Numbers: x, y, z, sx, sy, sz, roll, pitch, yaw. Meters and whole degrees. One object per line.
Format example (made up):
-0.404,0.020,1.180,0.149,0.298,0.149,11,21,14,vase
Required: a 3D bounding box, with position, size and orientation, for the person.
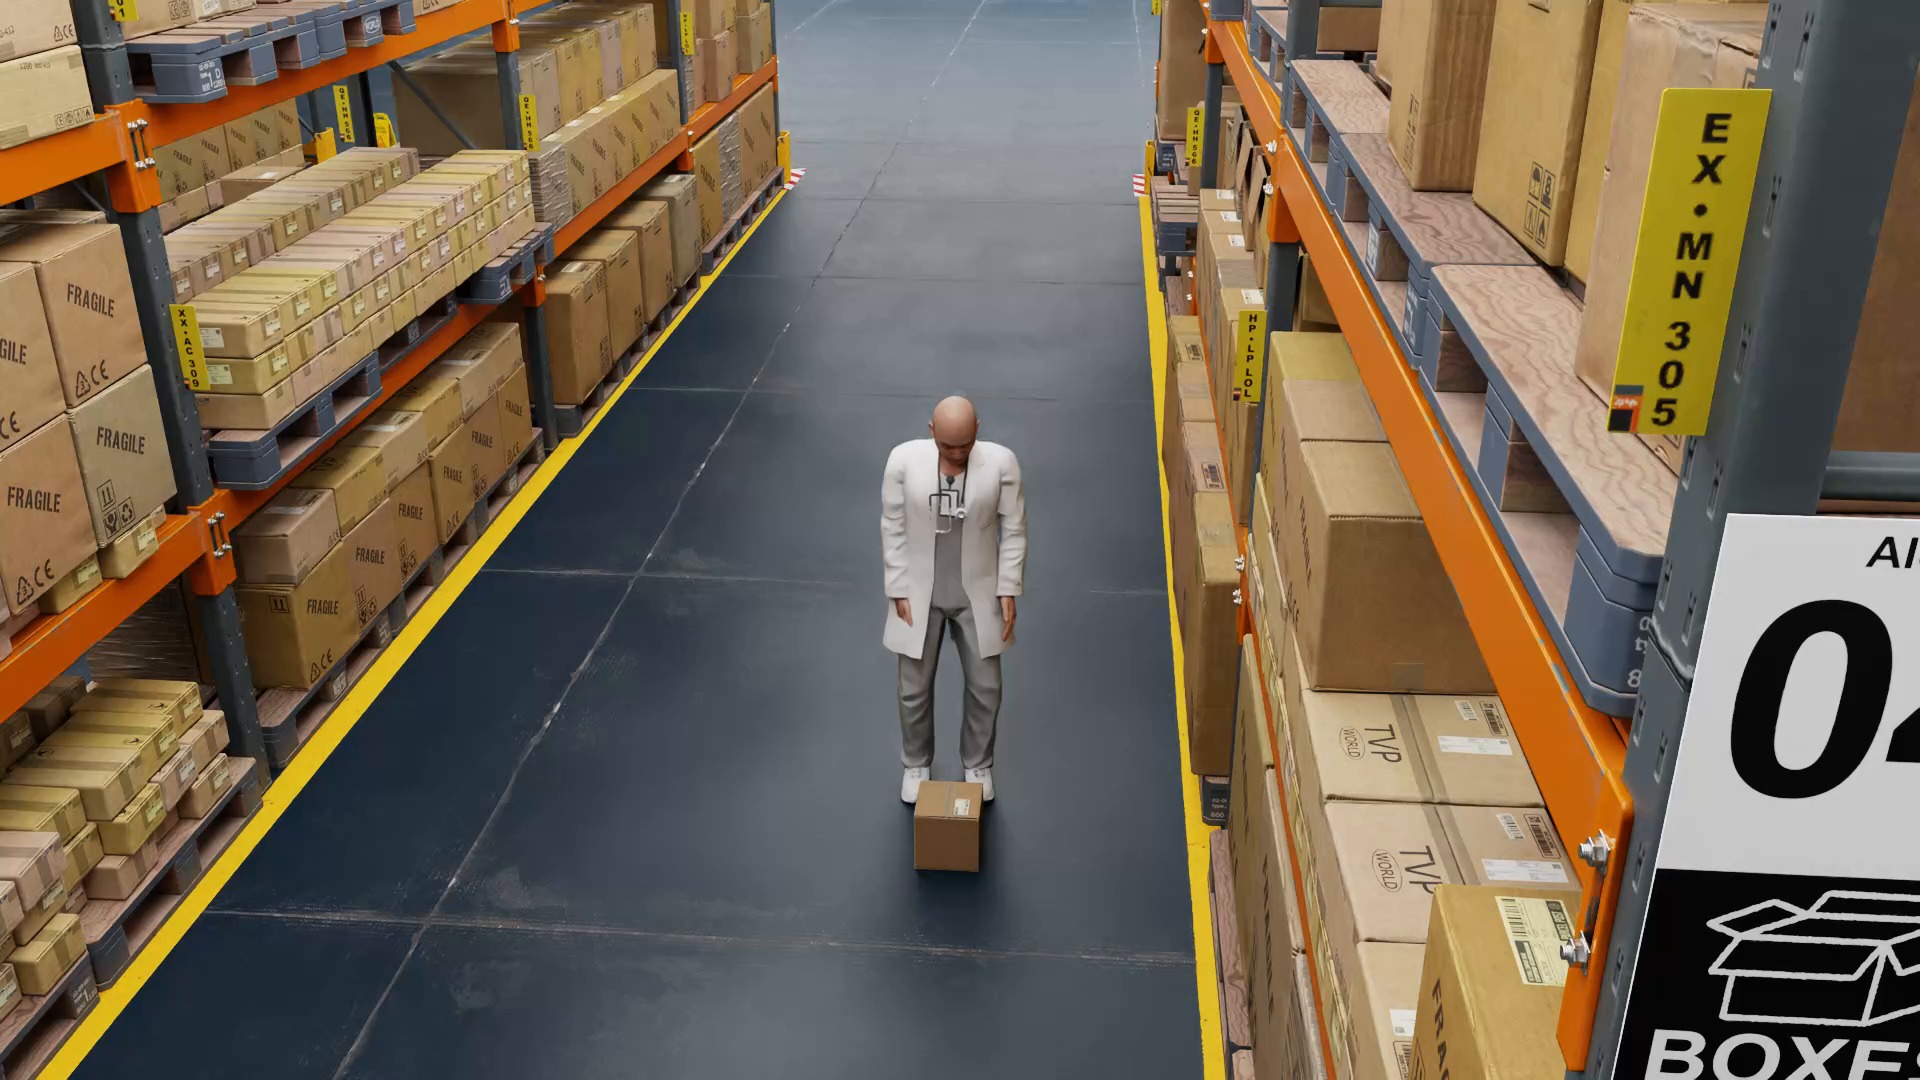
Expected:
-0.024,0.235,6.662,0.583,1.738,0.402,0,24,0,person
